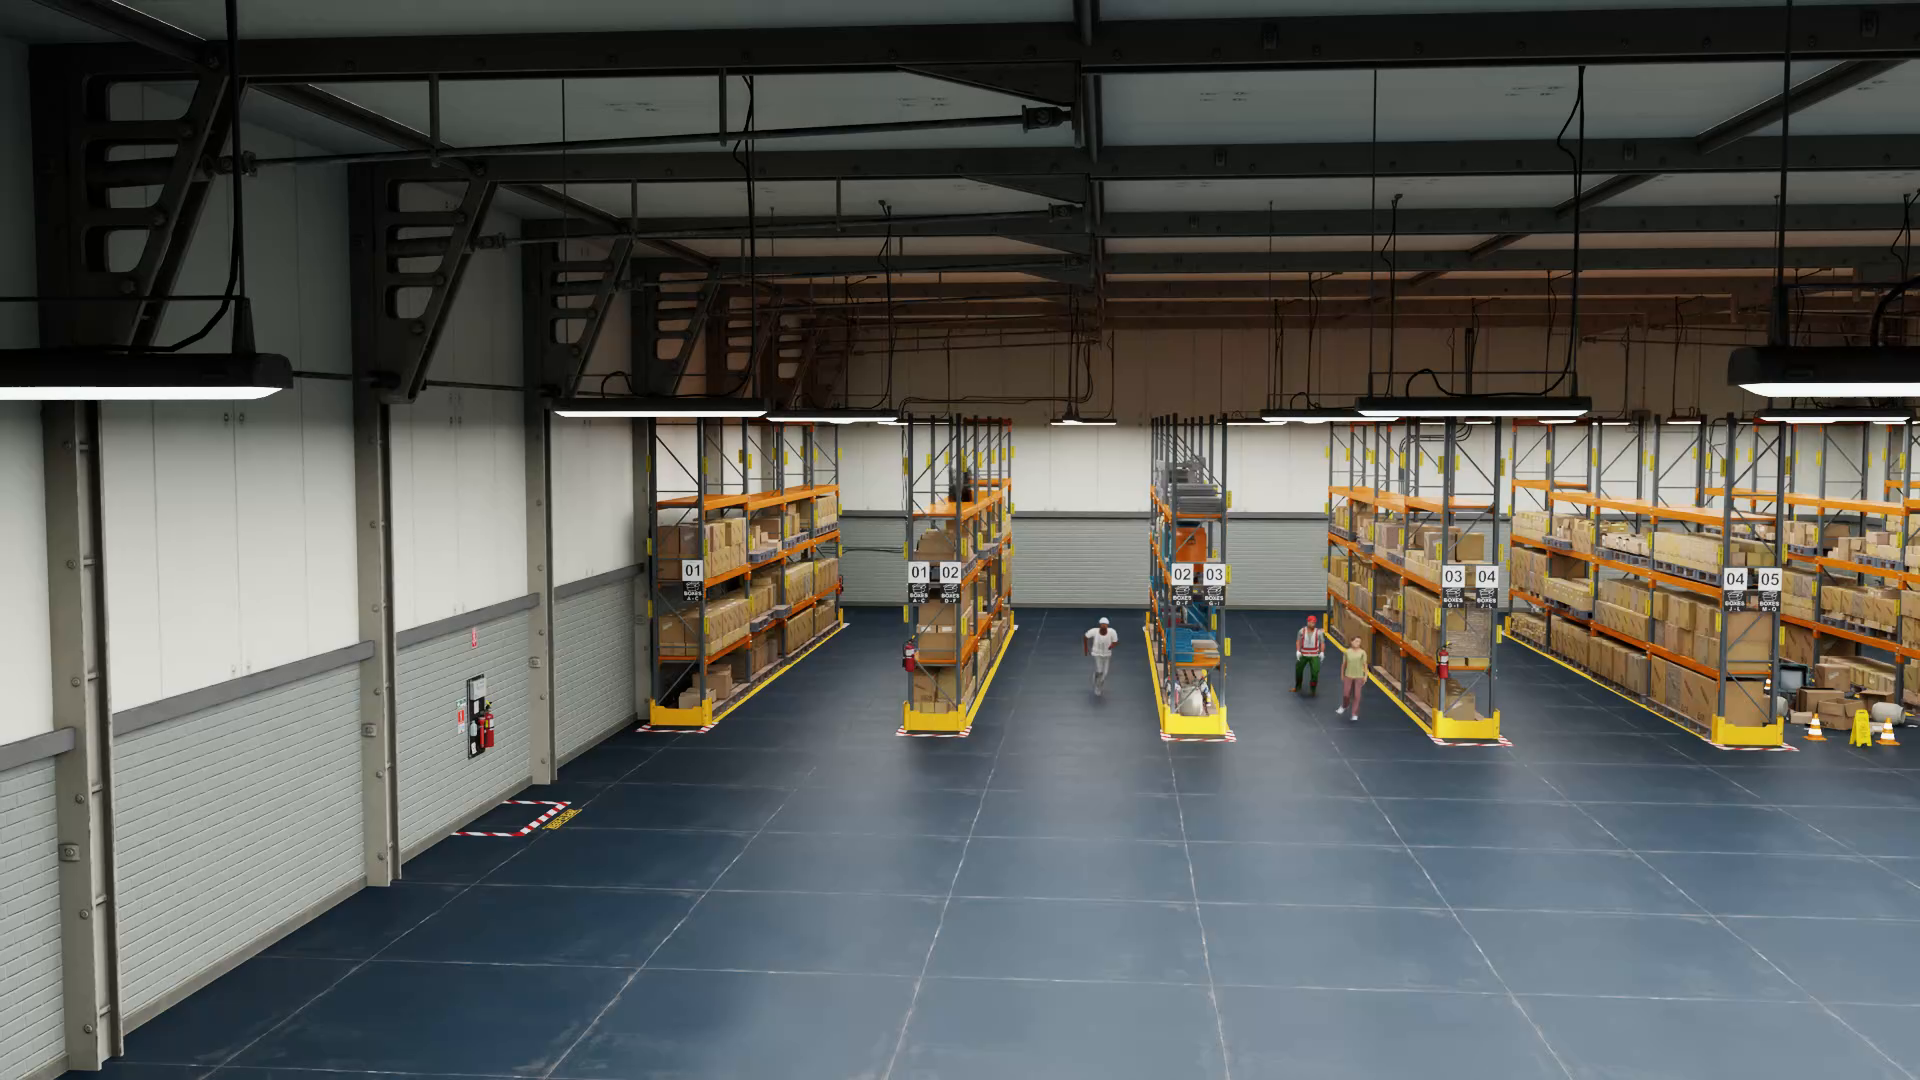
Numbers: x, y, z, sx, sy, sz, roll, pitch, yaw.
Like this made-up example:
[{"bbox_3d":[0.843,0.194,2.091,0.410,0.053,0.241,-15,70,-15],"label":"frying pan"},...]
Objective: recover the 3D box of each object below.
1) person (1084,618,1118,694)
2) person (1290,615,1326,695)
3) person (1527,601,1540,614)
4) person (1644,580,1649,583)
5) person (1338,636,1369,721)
[{"bbox_3d":[3.041,2.484,35.532,0.664,1.684,0.780,-1,4,-12],"label":"person"},{"bbox_3d":[7.423,2.472,35.496,0.757,1.742,0.658,1,4,16],"label":"person"},{"bbox_3d":[16.757,1.608,48.393,0.724,1.731,0.663,-3,5,-37],"label":"person"},{"bbox_3d":[18.121,1.935,43.555,0.713,1.728,0.801,-2,4,-25],"label":"person"},{"bbox_3d":[7.708,2.689,32.569,0.558,1.662,0.515,1,4,12],"label":"person"}]
